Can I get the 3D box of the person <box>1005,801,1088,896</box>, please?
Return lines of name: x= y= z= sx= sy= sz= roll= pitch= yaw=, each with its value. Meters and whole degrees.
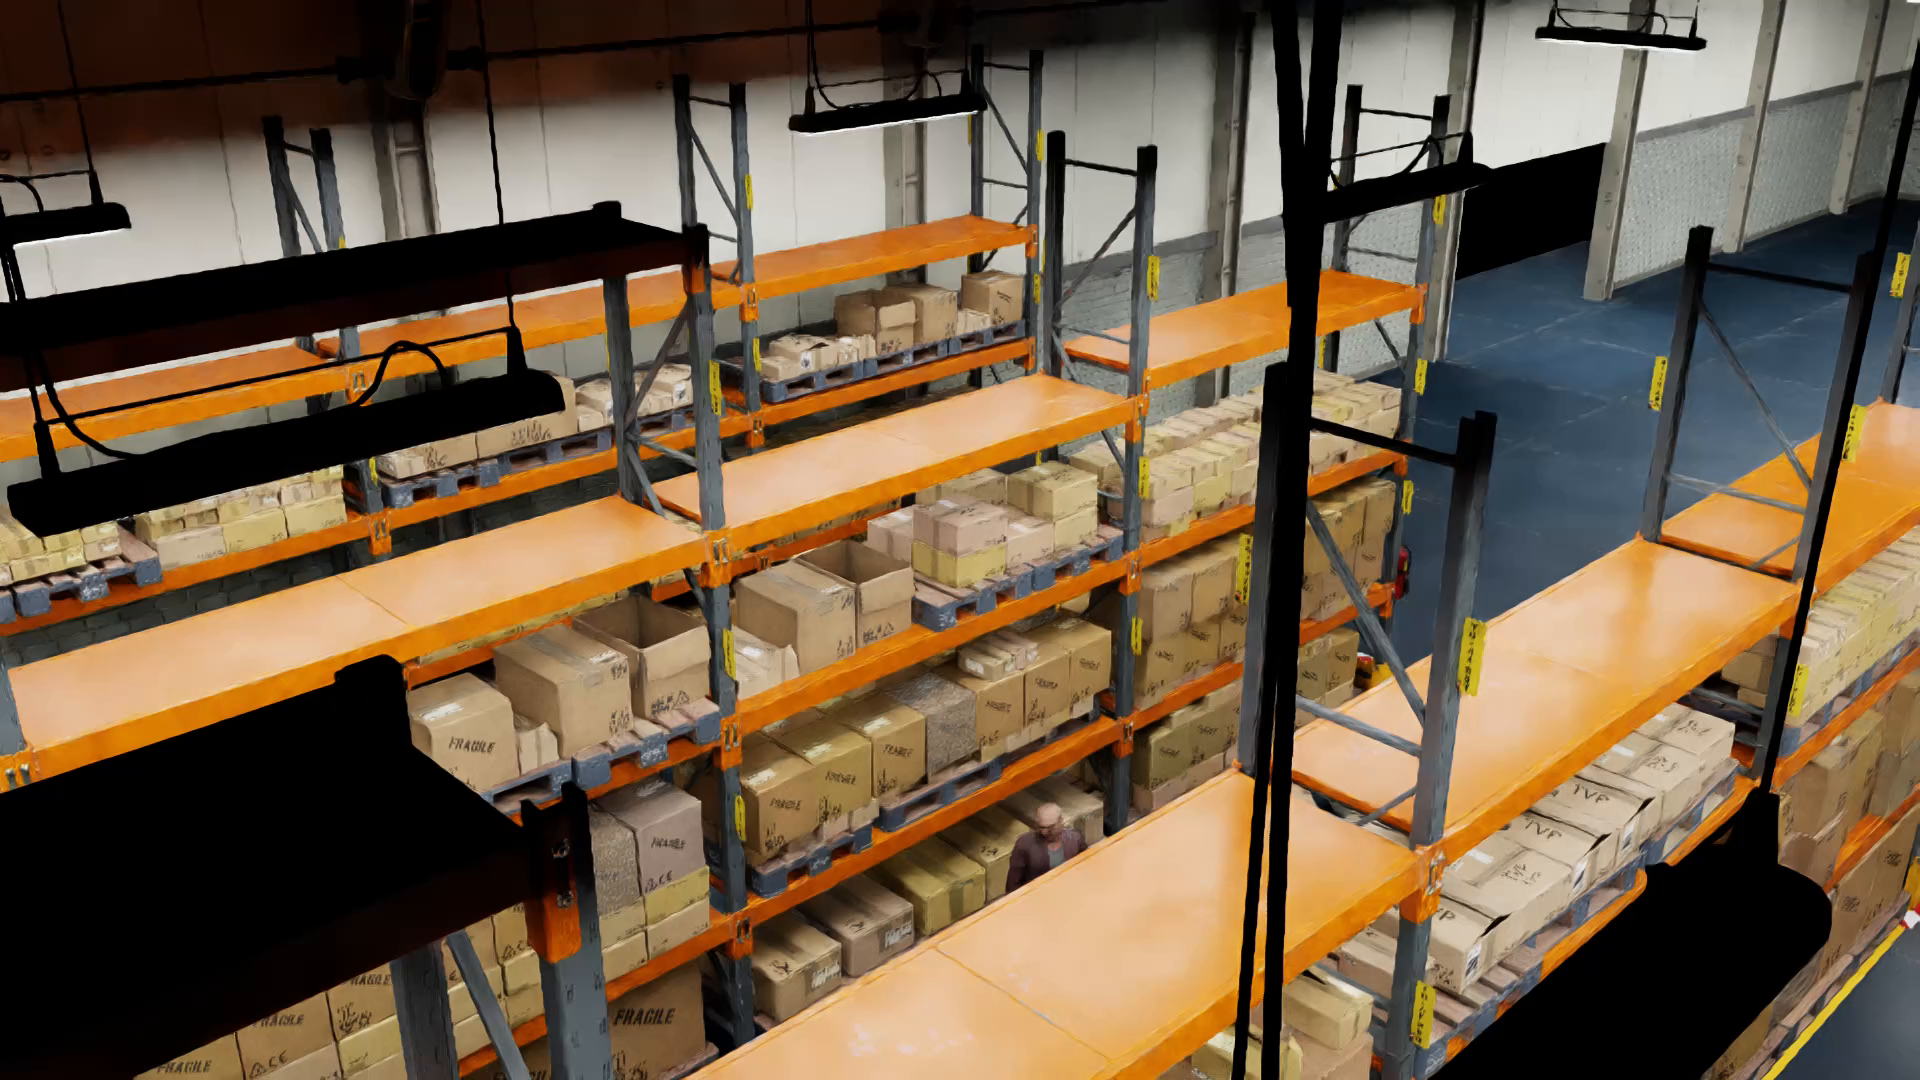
person: x=0.641 y=2.685 z=11.985 sx=0.675 sy=1.775 sz=0.637 roll=-8 pitch=24 yaw=-18
